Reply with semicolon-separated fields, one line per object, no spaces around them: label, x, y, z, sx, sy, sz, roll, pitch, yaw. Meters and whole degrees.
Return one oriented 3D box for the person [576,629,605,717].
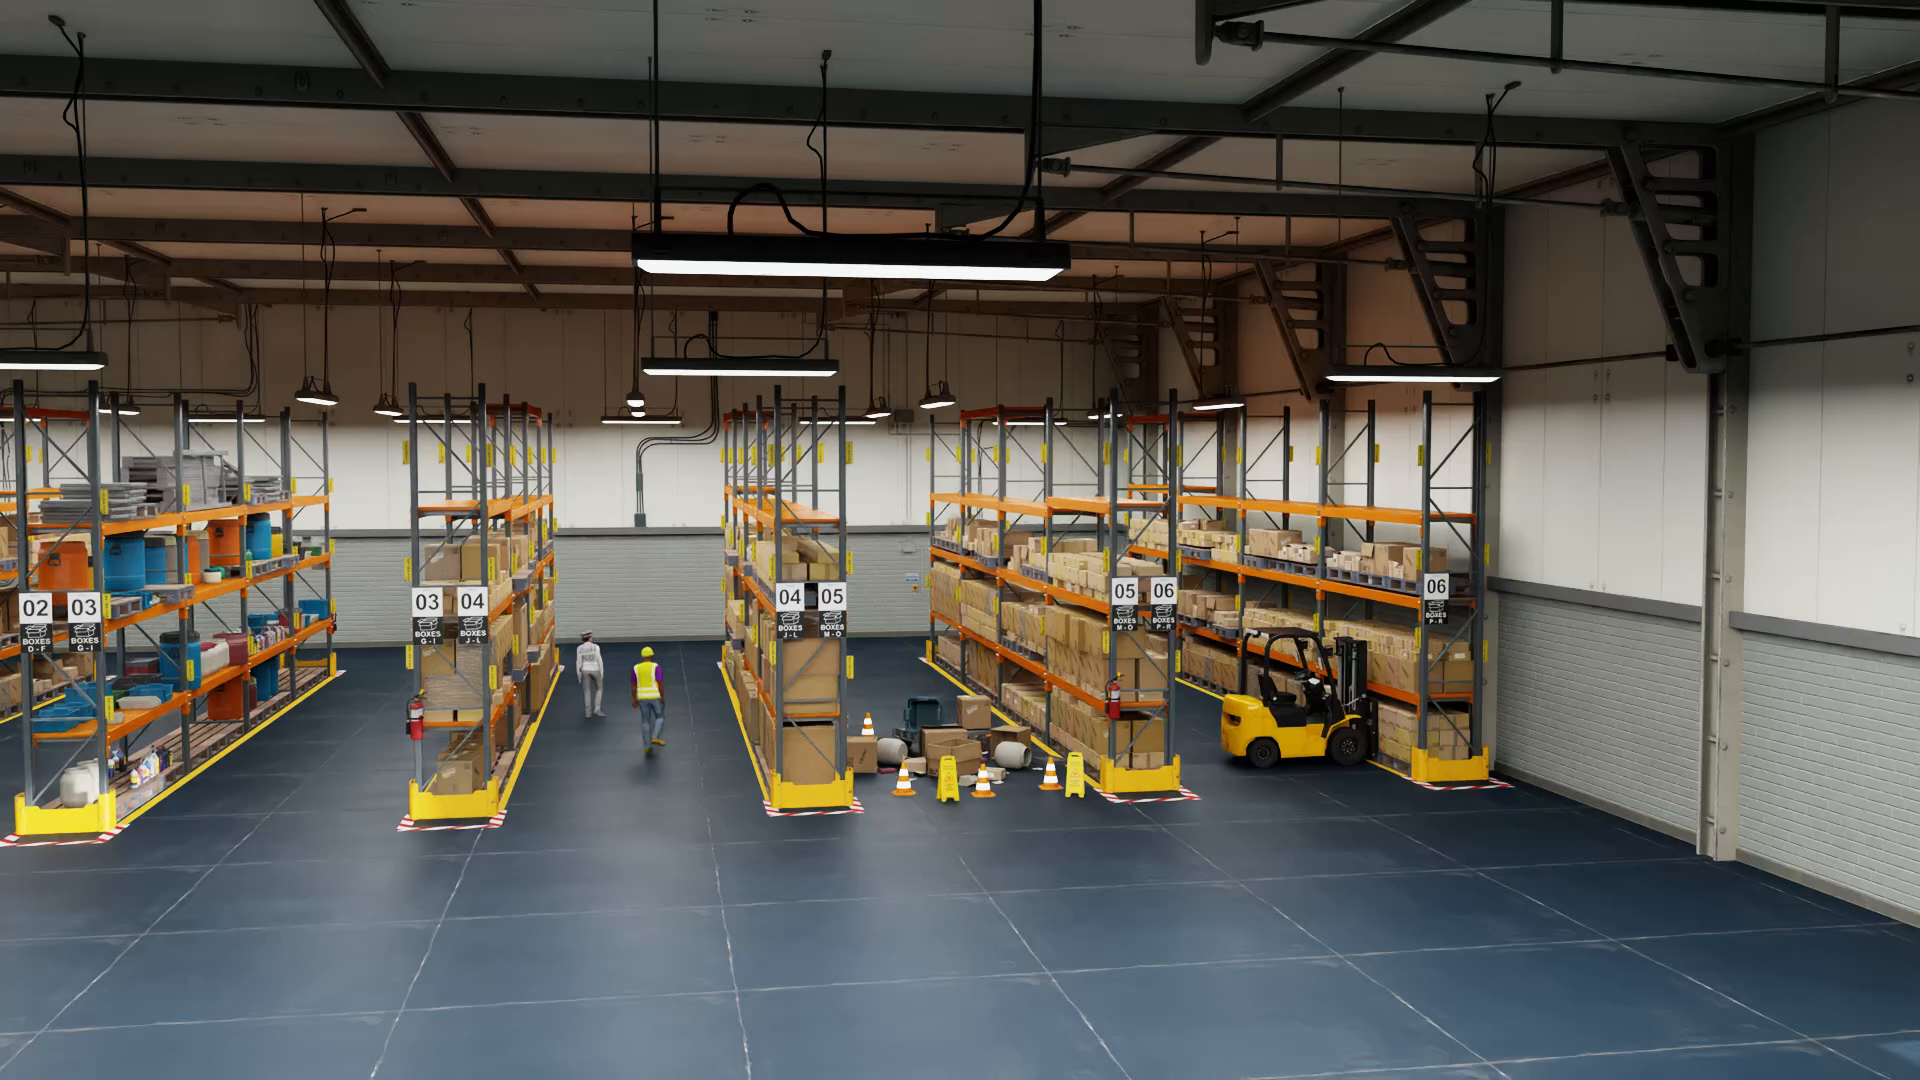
person;-7.062;2.557;31.736;0.527;1.683;0.452;0;3;-3

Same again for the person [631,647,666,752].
person;-5.268;2.692;28.119;0.601;1.754;0.509;0;3;0
